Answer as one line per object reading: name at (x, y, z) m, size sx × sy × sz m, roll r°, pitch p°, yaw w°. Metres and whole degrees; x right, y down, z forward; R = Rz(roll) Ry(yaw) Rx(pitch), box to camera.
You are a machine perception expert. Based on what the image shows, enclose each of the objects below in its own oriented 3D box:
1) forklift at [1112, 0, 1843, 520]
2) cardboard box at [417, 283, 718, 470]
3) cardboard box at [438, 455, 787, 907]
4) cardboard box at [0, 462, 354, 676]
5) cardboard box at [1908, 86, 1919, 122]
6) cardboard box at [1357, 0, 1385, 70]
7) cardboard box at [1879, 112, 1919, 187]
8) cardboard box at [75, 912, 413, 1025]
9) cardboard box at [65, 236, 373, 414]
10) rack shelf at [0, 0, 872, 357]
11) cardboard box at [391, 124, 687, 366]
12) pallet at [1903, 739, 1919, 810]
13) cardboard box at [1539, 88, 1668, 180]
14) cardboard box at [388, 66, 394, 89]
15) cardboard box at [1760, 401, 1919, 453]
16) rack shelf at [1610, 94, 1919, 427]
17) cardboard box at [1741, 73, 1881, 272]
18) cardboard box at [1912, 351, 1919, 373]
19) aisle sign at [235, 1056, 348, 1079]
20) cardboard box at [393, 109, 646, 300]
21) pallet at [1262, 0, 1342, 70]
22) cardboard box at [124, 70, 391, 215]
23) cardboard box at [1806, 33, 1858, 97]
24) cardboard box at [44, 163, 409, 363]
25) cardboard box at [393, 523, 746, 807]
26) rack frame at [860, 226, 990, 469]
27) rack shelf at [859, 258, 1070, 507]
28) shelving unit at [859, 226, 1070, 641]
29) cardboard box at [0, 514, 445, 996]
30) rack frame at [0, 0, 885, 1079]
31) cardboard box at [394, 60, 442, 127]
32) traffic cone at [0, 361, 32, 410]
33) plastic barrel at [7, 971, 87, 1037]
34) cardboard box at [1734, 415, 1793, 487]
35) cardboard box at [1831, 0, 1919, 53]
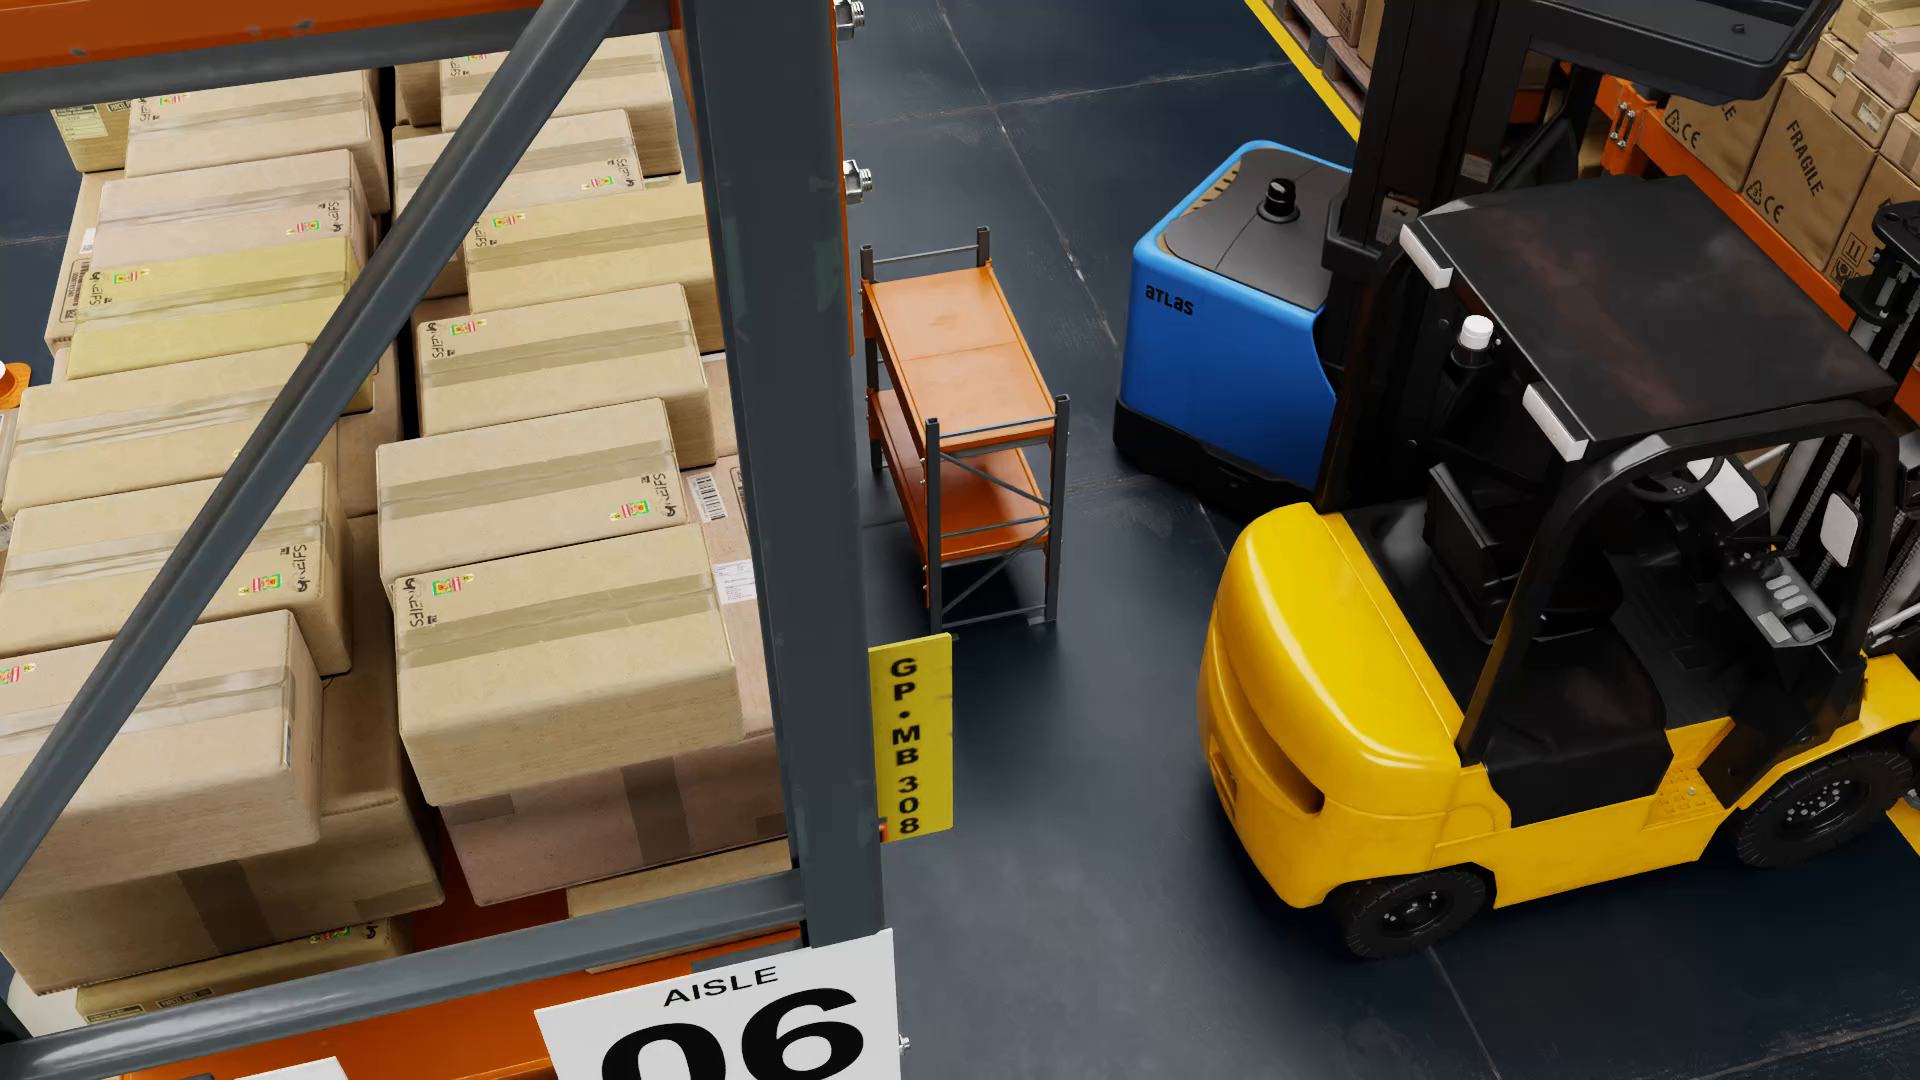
forklift at (2.144, -1.065, 5.742) m, size 3.031 × 2.935 × 1.130 m, roll 27°, pitch 51°, yaw 24°
cardboard box at (-0.560, -0.209, 2.372) m, size 0.380 × 0.149 × 0.250 m, roll -11°, pitch 47°, yaw -10°
cardboard box at (-0.453, 0.172, 2.278) m, size 0.500 × 0.250 × 0.500 m, roll -11°, pitch 47°, yaw -11°
cardboard box at (-0.982, 0.064, 2.105) m, size 0.380 × 0.149 × 0.250 m, roll -10°, pitch 46°, yaw -10°
cardboard box at (3.274, -1.385, 5.275) m, size 0.380 × 0.149 × 0.250 m, roll -11°, pitch 47°, yaw -11°
cardboard box at (2.662, -2.732, 8.696) m, size 0.875 × 0.625 × 0.625 m, roll -12°, pitch 47°, yaw -12°
cardboard box at (3.238, -1.278, 5.378) m, size 0.380 × 0.149 × 0.250 m, roll -11°, pitch 47°, yaw -11°
cardboard box at (-0.943, 0.512, 2.223) m, size 0.380 × 0.149 × 0.250 m, roll -11°, pitch 47°, yaw -10°
cardboard box at (-1.081, -0.294, 2.455) m, size 0.380 × 0.149 × 0.250 m, roll -10°, pitch 46°, yaw -10°
rack shelf at (-1.093, -1.558, 2.482) m, size 1.077 × 0.370 × 4.000 m, roll -11°, pitch 47°, yaw -10°
cardboard box at (-0.728, -0.530, 2.965) m, size 0.500 × 0.250 × 0.500 m, roll -9°, pitch 46°, yaw -9°
pallet at (3.671, 0.374, 6.235) m, size 1.003 × 0.211 × 1.213 m, roll -11°, pitch 47°, yaw -10°
cardboard box at (3.047, -1.676, 7.661) m, size 0.875 × 0.625 × 0.625 m, roll -9°, pitch 46°, yaw -9°
cardboard box at (-1.501, -1.137, 3.561) m, size 0.500 × 0.250 × 0.500 m, roll -10°, pitch 46°, yaw -10°
cardboard box at (3.272, -0.449, 6.021) m, size 0.500 × 0.250 × 0.500 m, roll -9°, pitch 46°, yaw -9°
rack shelf at (3.704, -0.370, 5.516) m, size 1.077 × 0.370 × 4.000 m, roll -11°, pitch 47°, yaw -10°
cardboard box at (3.202, -1.327, 5.880) m, size 0.500 × 0.500 × 0.500 m, roll -10°, pitch 46°, yaw -10°
cardboard box at (3.441, -0.626, 5.193) m, size 0.500 × 0.500 × 0.500 m, roll -10°, pitch 46°, yaw -10°
aisle sign at (-0.846, 0.855, 1.991) m, size 0.394 × 0.787 × 0.004 m, roll -11°, pitch 47°, yaw -10°
cardboard box at (-0.708, -0.550, 2.706) m, size 0.380 × 0.149 × 0.250 m, roll -11°, pitch 47°, yaw -11°
pallet at (2.341, -3.212, 9.750) m, size 1.003 × 0.211 × 1.213 m, roll -11°, pitch 47°, yaw -10°
cardboard box at (-1.178, -0.649, 2.803) m, size 0.380 × 0.149 × 0.250 m, roll -12°, pitch 47°, yaw -11°
cardboard box at (3.181, -1.643, 5.736) m, size 0.380 × 0.149 × 0.250 m, roll -11°, pitch 47°, yaw -10°
cardboard box at (-1.238, -0.441, 2.878) m, size 0.500 × 0.250 × 0.500 m, roll -10°, pitch 46°, yaw -9°
cardboard box at (-0.475, 0.146, 2.024) m, size 0.380 × 0.149 × 0.250 m, roll -11°, pitch 47°, yaw -11°
rack frame at (-0.132, -0.749, 6.697) m, size 0.500 × 1.125 × 0.032 m, roll -11°, pitch 47°, yaw -10°
rack shelf at (-0.002, -0.603, 6.144) m, size 0.538 × 0.278 × 1.000 m, roll -11°, pitch 47°, yaw -10°
shelving unit at (-0.002, -0.398, 6.353) m, size 0.538 × 1.125 × 1.048 m, roll -11°, pitch 47°, yaw -10°
cardboard box at (-0.973, 0.264, 2.188) m, size 0.500 × 0.250 × 0.500 m, roll -11°, pitch 47°, yaw -11°
rack frame at (-0.581, -0.430, 0.871) m, size 1.000 × 3.000 × 0.127 m, roll -11°, pitch 47°, yaw -10°
cardboard box at (-0.835, -0.911, 3.060) m, size 0.380 × 0.149 × 0.250 m, roll -10°, pitch 46°, yaw -9°
traffic cone at (-4.317, -0.822, 7.231) m, size 0.336 × 0.463 × 0.334 m, roll -11°, pitch 47°, yaw -10°
plastic barrel at (-2.574, 1.422, 5.060) m, size 0.512 × 0.421 × 0.421 m, roll 19°, pitch 48°, yaw 17°
cardboard box at (3.266, -0.275, 6.200) m, size 0.500 × 0.250 × 0.500 m, roll -11°, pitch 47°, yaw -11°
cardboard box at (3.215, -1.756, 5.638) m, size 0.380 × 0.149 × 0.250 m, roll -11°, pitch 47°, yaw -11°
